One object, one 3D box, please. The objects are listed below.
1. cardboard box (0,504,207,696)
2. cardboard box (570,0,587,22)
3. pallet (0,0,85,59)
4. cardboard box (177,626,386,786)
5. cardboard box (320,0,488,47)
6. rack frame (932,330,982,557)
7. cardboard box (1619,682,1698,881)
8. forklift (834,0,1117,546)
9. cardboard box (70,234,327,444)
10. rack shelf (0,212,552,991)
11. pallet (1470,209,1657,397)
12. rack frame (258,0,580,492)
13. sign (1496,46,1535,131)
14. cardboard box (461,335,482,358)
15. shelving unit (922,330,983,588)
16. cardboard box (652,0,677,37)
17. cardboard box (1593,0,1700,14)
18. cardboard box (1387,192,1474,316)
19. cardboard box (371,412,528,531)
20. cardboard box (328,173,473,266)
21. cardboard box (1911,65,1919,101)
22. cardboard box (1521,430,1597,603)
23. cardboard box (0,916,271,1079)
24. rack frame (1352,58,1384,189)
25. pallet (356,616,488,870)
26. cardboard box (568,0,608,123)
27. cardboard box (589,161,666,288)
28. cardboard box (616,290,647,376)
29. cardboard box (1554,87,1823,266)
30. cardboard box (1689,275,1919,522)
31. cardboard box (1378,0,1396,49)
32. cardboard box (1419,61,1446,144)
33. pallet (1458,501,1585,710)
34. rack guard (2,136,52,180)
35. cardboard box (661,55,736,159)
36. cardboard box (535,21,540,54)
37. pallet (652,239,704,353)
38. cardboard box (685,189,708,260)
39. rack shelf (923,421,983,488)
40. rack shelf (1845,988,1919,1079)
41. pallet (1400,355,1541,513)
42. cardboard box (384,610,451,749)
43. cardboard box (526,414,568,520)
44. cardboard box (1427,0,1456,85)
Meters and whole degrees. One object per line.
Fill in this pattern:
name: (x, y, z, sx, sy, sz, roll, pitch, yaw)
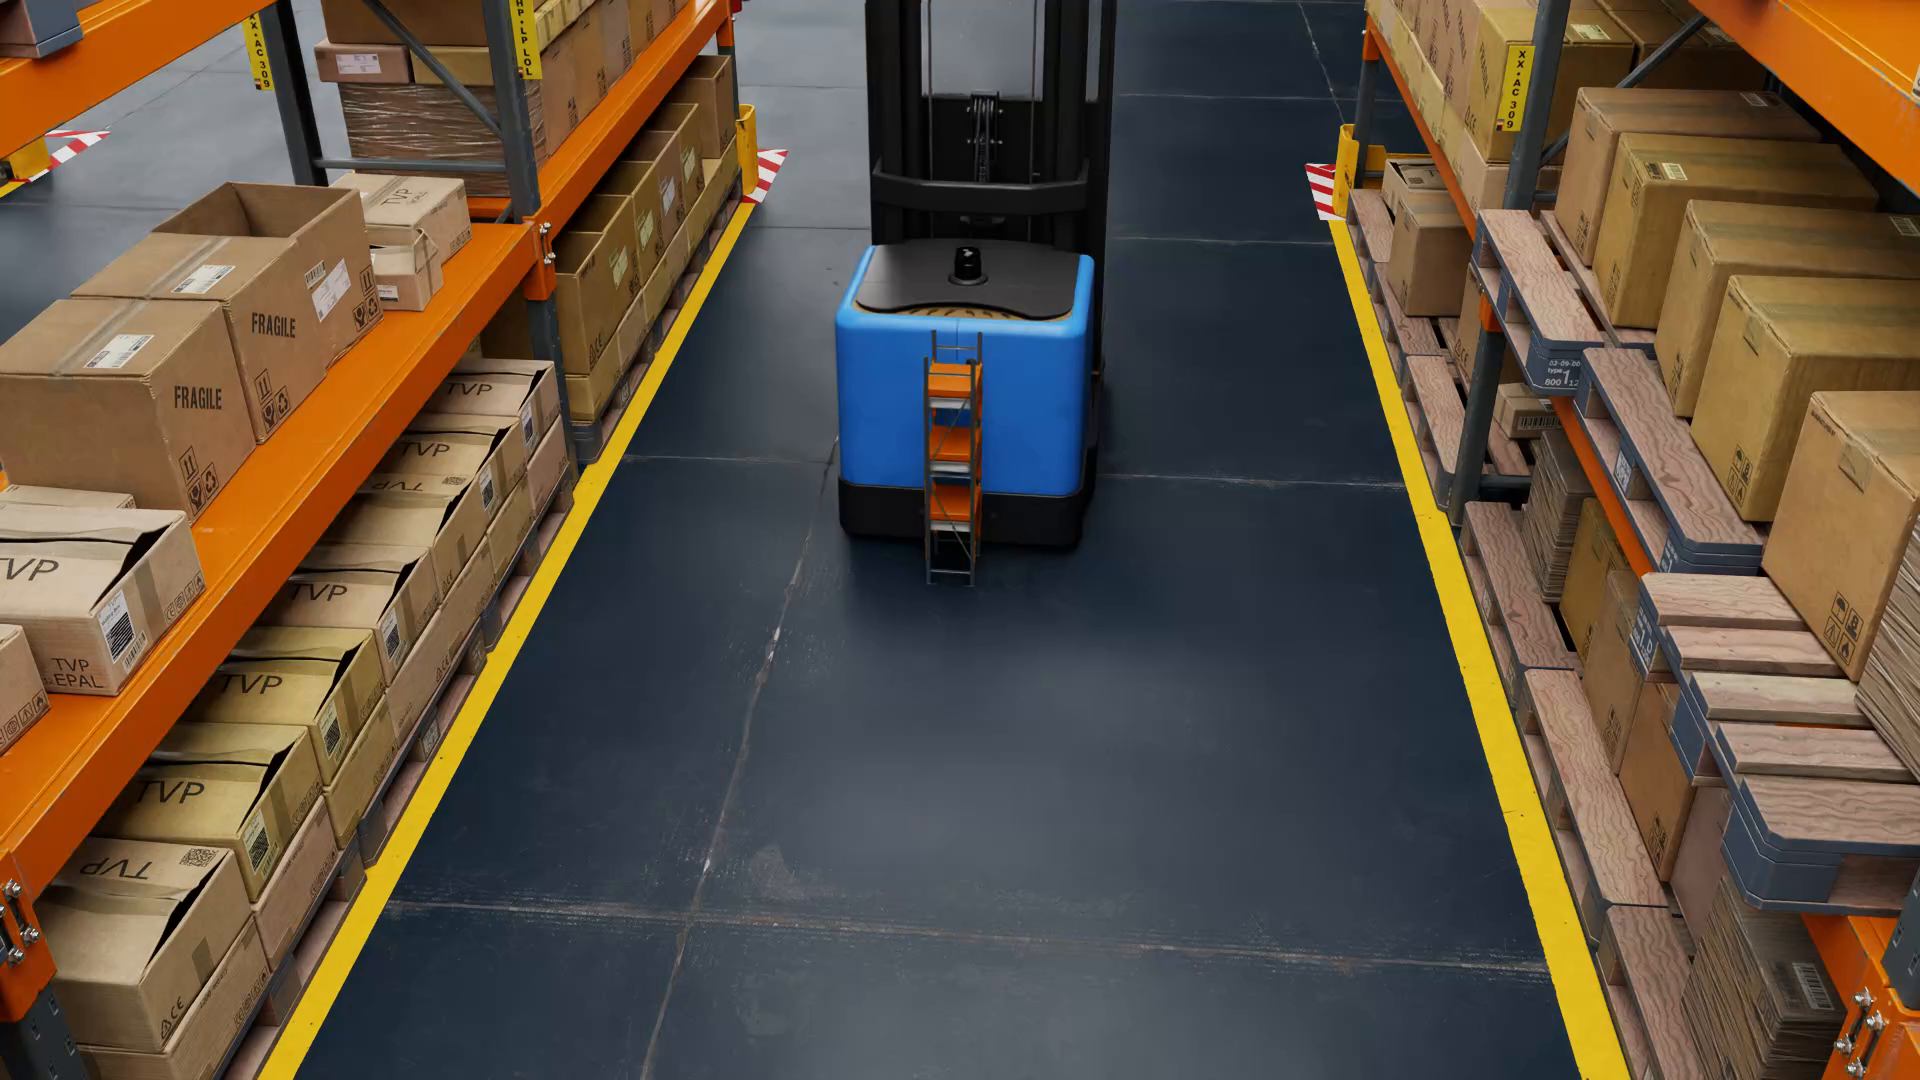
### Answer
cardboard box: (-2.326, 0.121, 4.279, 0.500, 0.311, 0.500, 2, 32, 3)
cardboard box: (-1.969, -2.534, 7.790, 0.380, 0.149, 0.250, 1, 32, 2)
pallet: (-2.626, -1.013, 3.355, 1.213, 0.211, 1.003, 4, 32, 6)
cardboard box: (-2.179, 0.493, 5.278, 0.500, 0.311, 0.500, 2, 32, 3)
cardboard box: (-2.237, -2.376, 6.915, 0.700, 0.500, 0.500, 3, 32, 4)
rack frame: (-0.012, -0.381, 6.868, 0.200, 1.050, 0.008, 3, 32, 6)
cardboard box: (2.522, 0.725, 5.178, 0.700, 0.500, 0.500, 2, 32, 4)
forklift: (0.161, -1.976, 7.663, 1.130, 2.935, 3.031, 3, 32, 6)
cardboard box: (-2.429, -0.653, 5.356, 0.500, 0.500, 0.500, 3, 32, 4)
rack shelf: (-2.429, -0.197, 5.396, 1.077, 0.370, 4.000, 2, 32, 4)
pallet: (2.464, -0.864, 5.976, 1.003, 0.211, 1.213, 2, 32, 4)
rack frame: (-2.266, -1.549, 6.904, 1.000, 3.000, 0.127, 2, 32, 4)
sign: (2.130, -1.727, 6.368, 0.100, 0.325, 0.005, 2, 32, 4)
cardboard box: (-2.446, -0.809, 7.924, 0.500, 0.250, 0.500, 2, 32, 4)
shelving unit: (-0.026, -0.318, 6.765, 0.215, 1.050, 0.252, 3, 32, 6)
cardboard box: (-2.029, -3.165, 9.431, 0.700, 0.500, 0.500, 3, 32, 5)
cardboard box: (2.963, -2.110, 7.225, 0.500, 0.500, 0.500, 2, 32, 4)
cardboard box: (2.695, -1.517, 8.815, 0.700, 0.500, 0.500, 1, 32, 1)
cardboard box: (-2.050, -0.300, 6.563, 0.500, 0.311, 0.500, 3, 32, 5)
cardboard box: (-2.263, -1.226, 6.523, 0.500, 0.250, 0.500, 4, 32, 7)
cardboard box: (2.135, -0.883, 3.031, 0.500, 0.311, 0.500, 2, 32, 4)
cardboard box: (2.628, -0.077, 6.479, 0.700, 0.500, 0.500, 3, 32, 6)
cardboard box: (-2.257, 1.273, 4.546, 0.500, 0.250, 0.500, 2, 32, 4)
rack frame: (2.997, -3.431, 9.958, 1.000, 3.000, 0.127, 2, 32, 4)
pallet: (-2.384, 0.665, 5.970, 1.003, 0.211, 1.213, 2, 32, 4)
cardboard box: (-2.155, -2.362, 8.129, 0.700, 0.500, 0.500, 3, 32, 5)
cardboard box: (-1.835, -1.629, 8.539, 0.500, 0.500, 0.500, 2, 32, 4)
cardboard box: (-1.881, -1.048, 8.312, 0.500, 0.250, 0.500, 2, 32, 4)
cardboard box: (2.596, -1.305, 5.993, 0.700, 0.500, 0.500, 3, 32, 4)
cardboard box: (2.453, -0.376, 4.487, 0.700, 0.500, 0.500, 2, 32, 4)
cardboard box: (2.613, -2.862, 9.159, 0.500, 0.250, 0.500, 2, 32, 2)
cardboard box: (2.482, -2.069, 7.871, 0.500, 0.250, 0.500, 2, 32, 4)
pallet: (2.609, 0.255, 6.635, 1.003, 0.211, 1.213, 2, 32, 4)
rack guard: (-6.837, -2.748, 11.233, 1.175, 0.500, 0.348, 2, 32, 4)
cardboard box: (-1.688, -2.675, 10.237, 0.500, 0.500, 0.500, 2, 32, 4)
cardboard box: (-2.031, -2.131, 7.136, 0.380, 0.149, 0.250, 3, 32, 5)
pallet: (-2.063, -1.416, 9.346, 1.003, 0.211, 1.213, 2, 32, 4)
cardboard box: (-1.758, -1.832, 9.585, 0.500, 0.250, 0.500, 2, 32, 4)
rack shelf: (-0.026, -0.309, 6.771, 0.215, 0.259, 0.240, 3, 32, 6)
rack shelf: (2.183, 2.104, 1.662, 1.077, 0.370, 4.000, 2, 32, 4)
pallet: (2.691, -0.505, 7.868, 1.003, 0.211, 1.213, 2, 32, 4)
cardboard box: (-2.138, 0.470, 5.849, 0.500, 0.250, 0.500, 3, 32, 5)
cardboard box: (-2.011, -0.328, 7.144, 0.500, 0.250, 0.500, 2, 32, 4)
cardboard box: (2.488, -2.388, 7.675, 0.500, 0.500, 0.500, 2, 32, 3)
